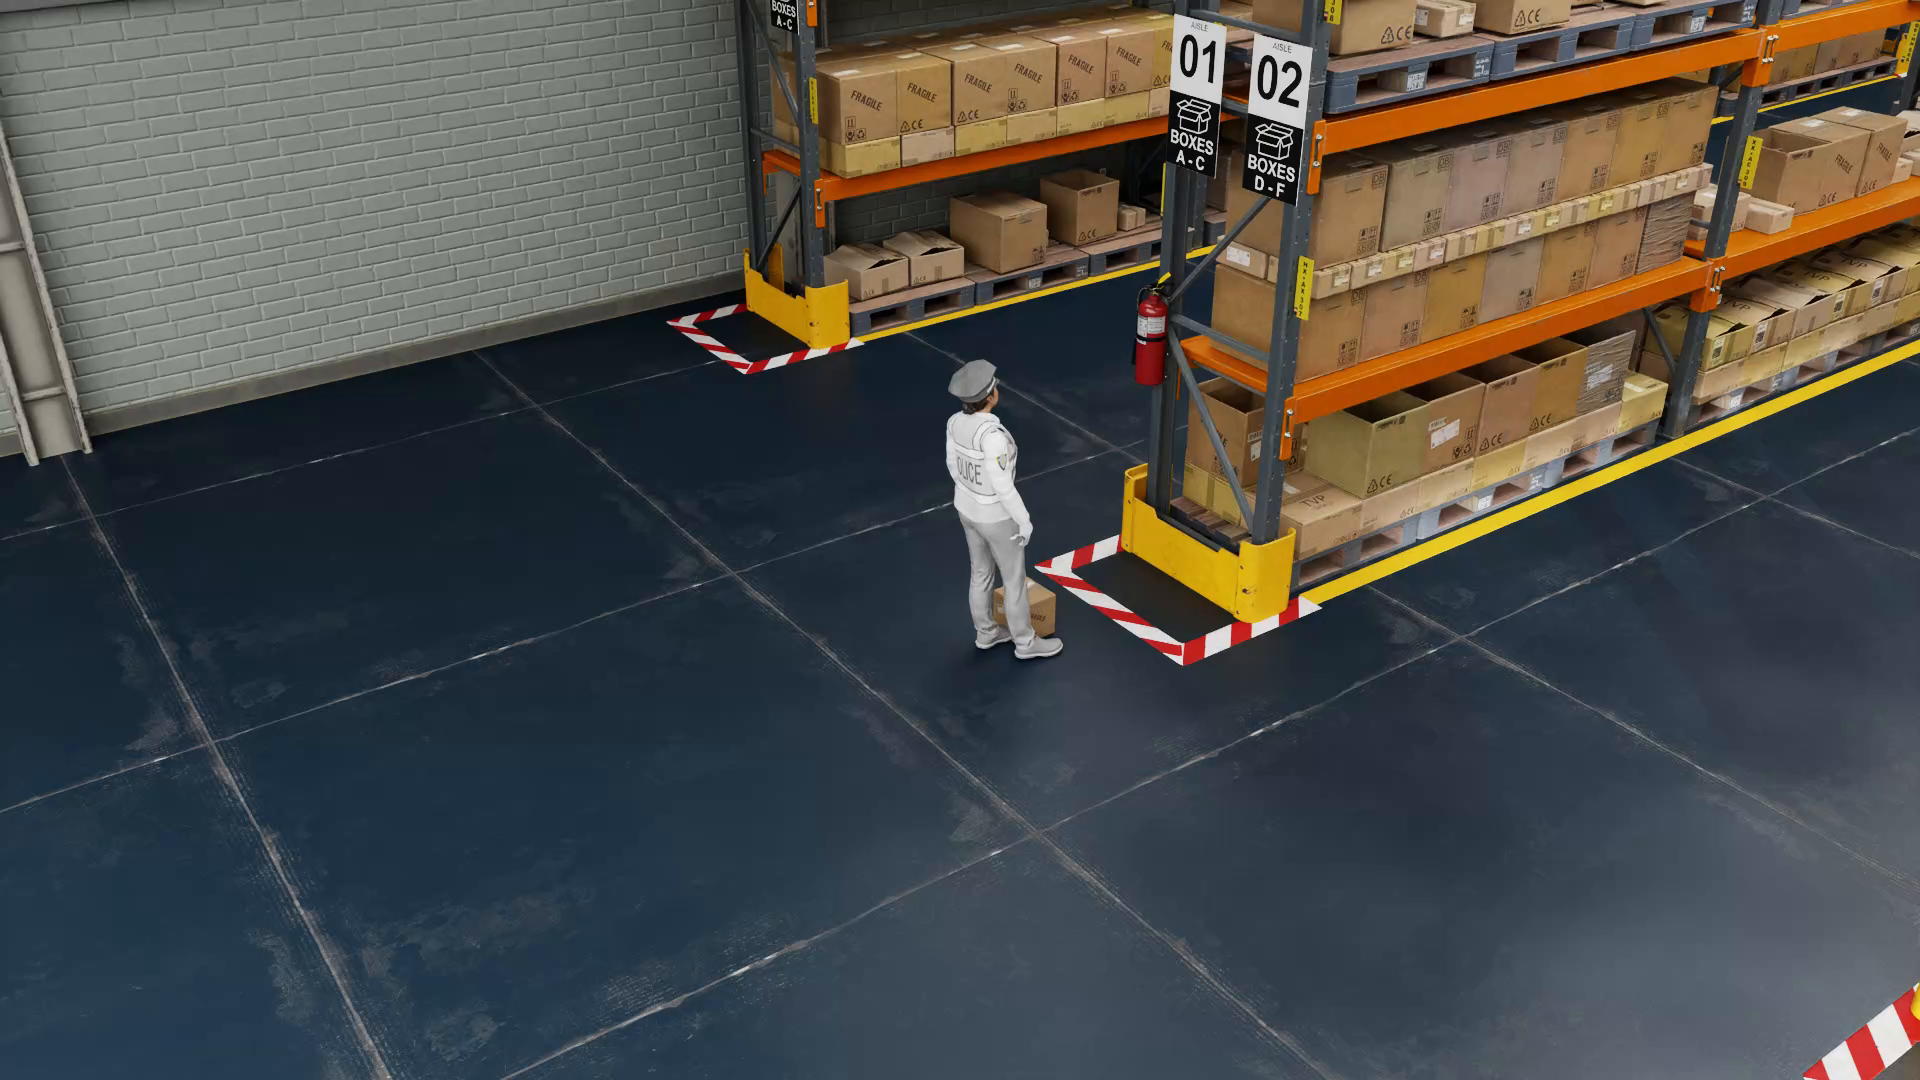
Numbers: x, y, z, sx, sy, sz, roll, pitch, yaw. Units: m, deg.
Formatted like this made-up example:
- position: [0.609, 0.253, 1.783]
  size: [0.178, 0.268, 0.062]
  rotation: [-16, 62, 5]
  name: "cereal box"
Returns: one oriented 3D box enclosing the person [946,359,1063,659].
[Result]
- position: [0.209, -0.170, 8.880]
  size: [0.532, 1.695, 0.587]
  rotation: [-19, 34, -30]
  name: "person"
